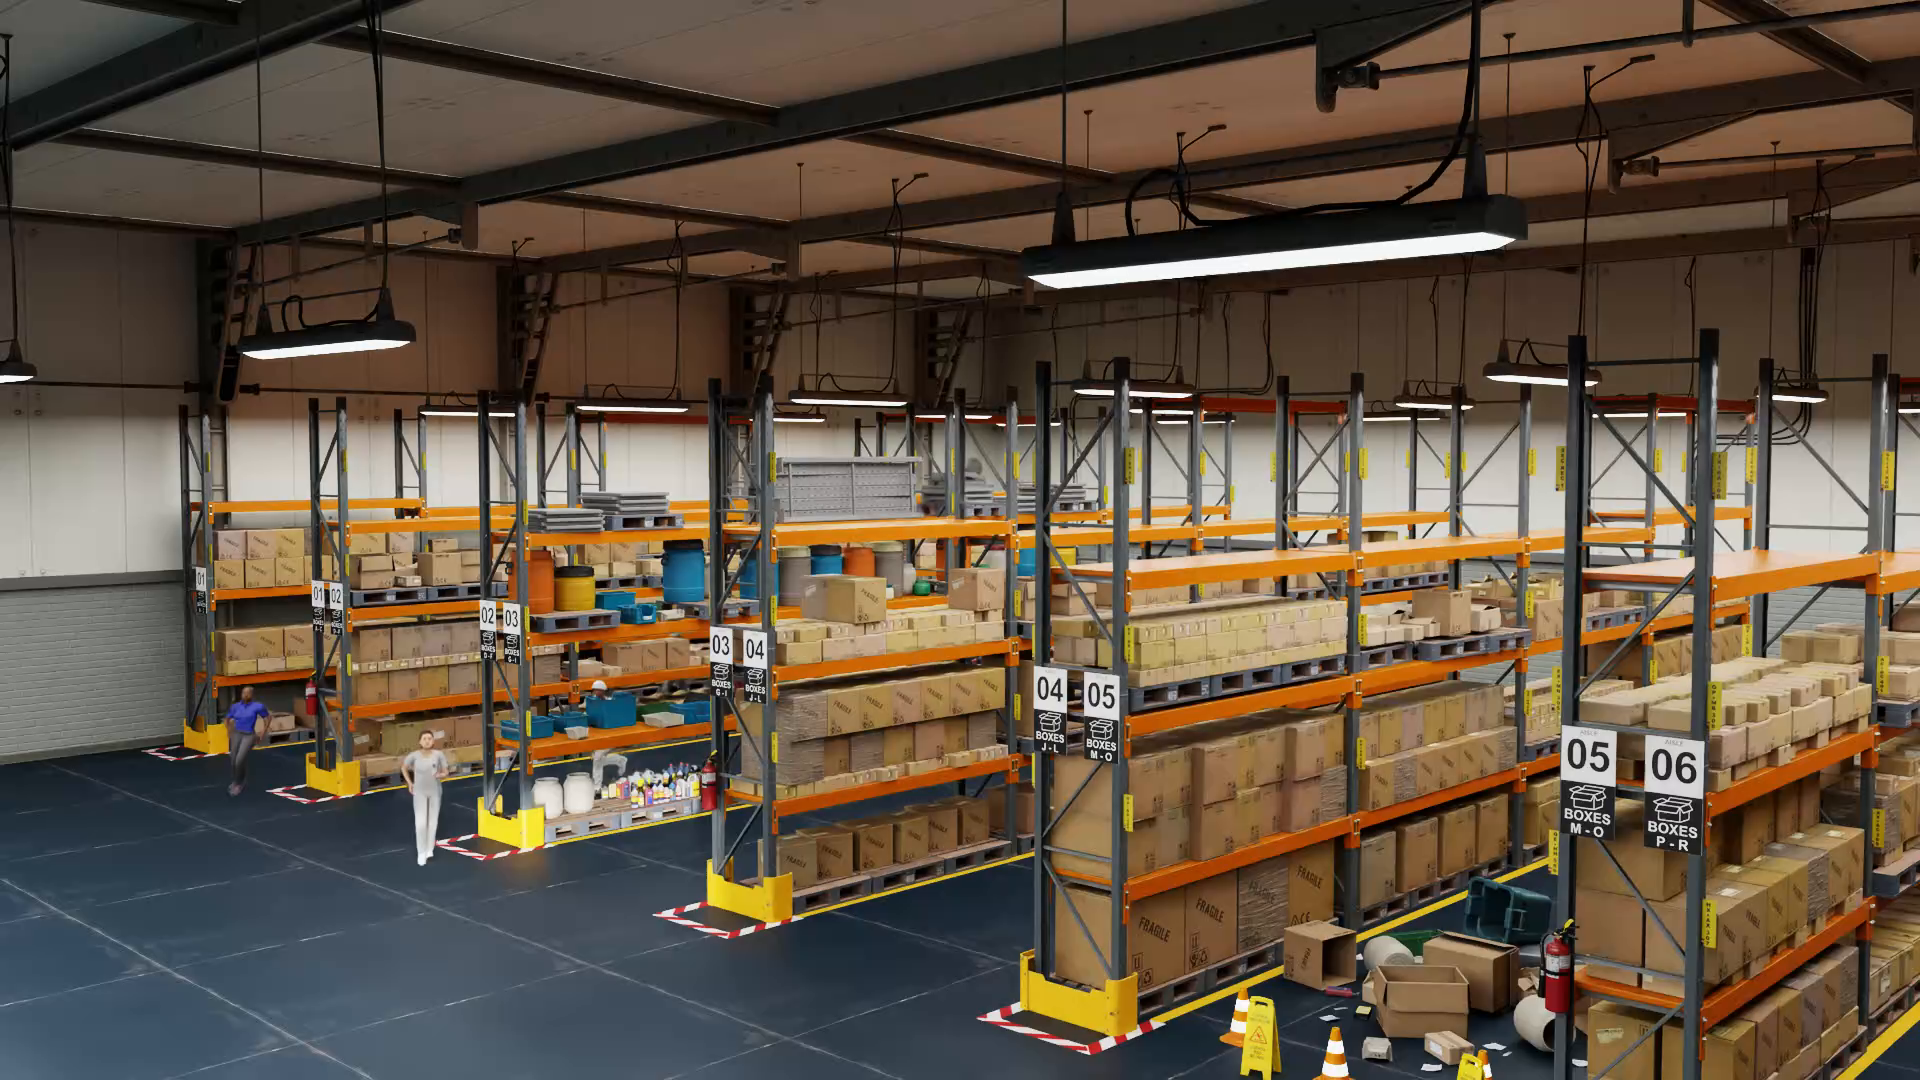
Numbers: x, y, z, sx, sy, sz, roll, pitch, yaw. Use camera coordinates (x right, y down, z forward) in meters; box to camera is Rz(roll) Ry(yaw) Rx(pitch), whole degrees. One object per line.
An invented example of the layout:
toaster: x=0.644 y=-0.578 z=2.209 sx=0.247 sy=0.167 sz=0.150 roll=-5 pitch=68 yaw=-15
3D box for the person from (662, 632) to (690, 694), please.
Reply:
person: x=-5.575 y=2.597 z=32.616 sx=0.601 sy=1.663 sz=0.936 roll=2 pitch=4 yaw=33

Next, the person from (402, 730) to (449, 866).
person: x=-6.710 y=3.231 z=20.915 sx=0.546 sy=1.687 sz=0.661 roll=-1 pitch=3 yaw=-24

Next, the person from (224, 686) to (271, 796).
person: x=-10.837 y=3.036 z=25.210 sx=0.653 sy=1.659 sz=0.665 roll=0 pitch=3 yaw=1

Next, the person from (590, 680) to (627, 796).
person: x=-5.363 y=2.984 z=25.262 sx=0.688 sy=1.758 sz=0.885 roll=2 pitch=4 yaw=34
